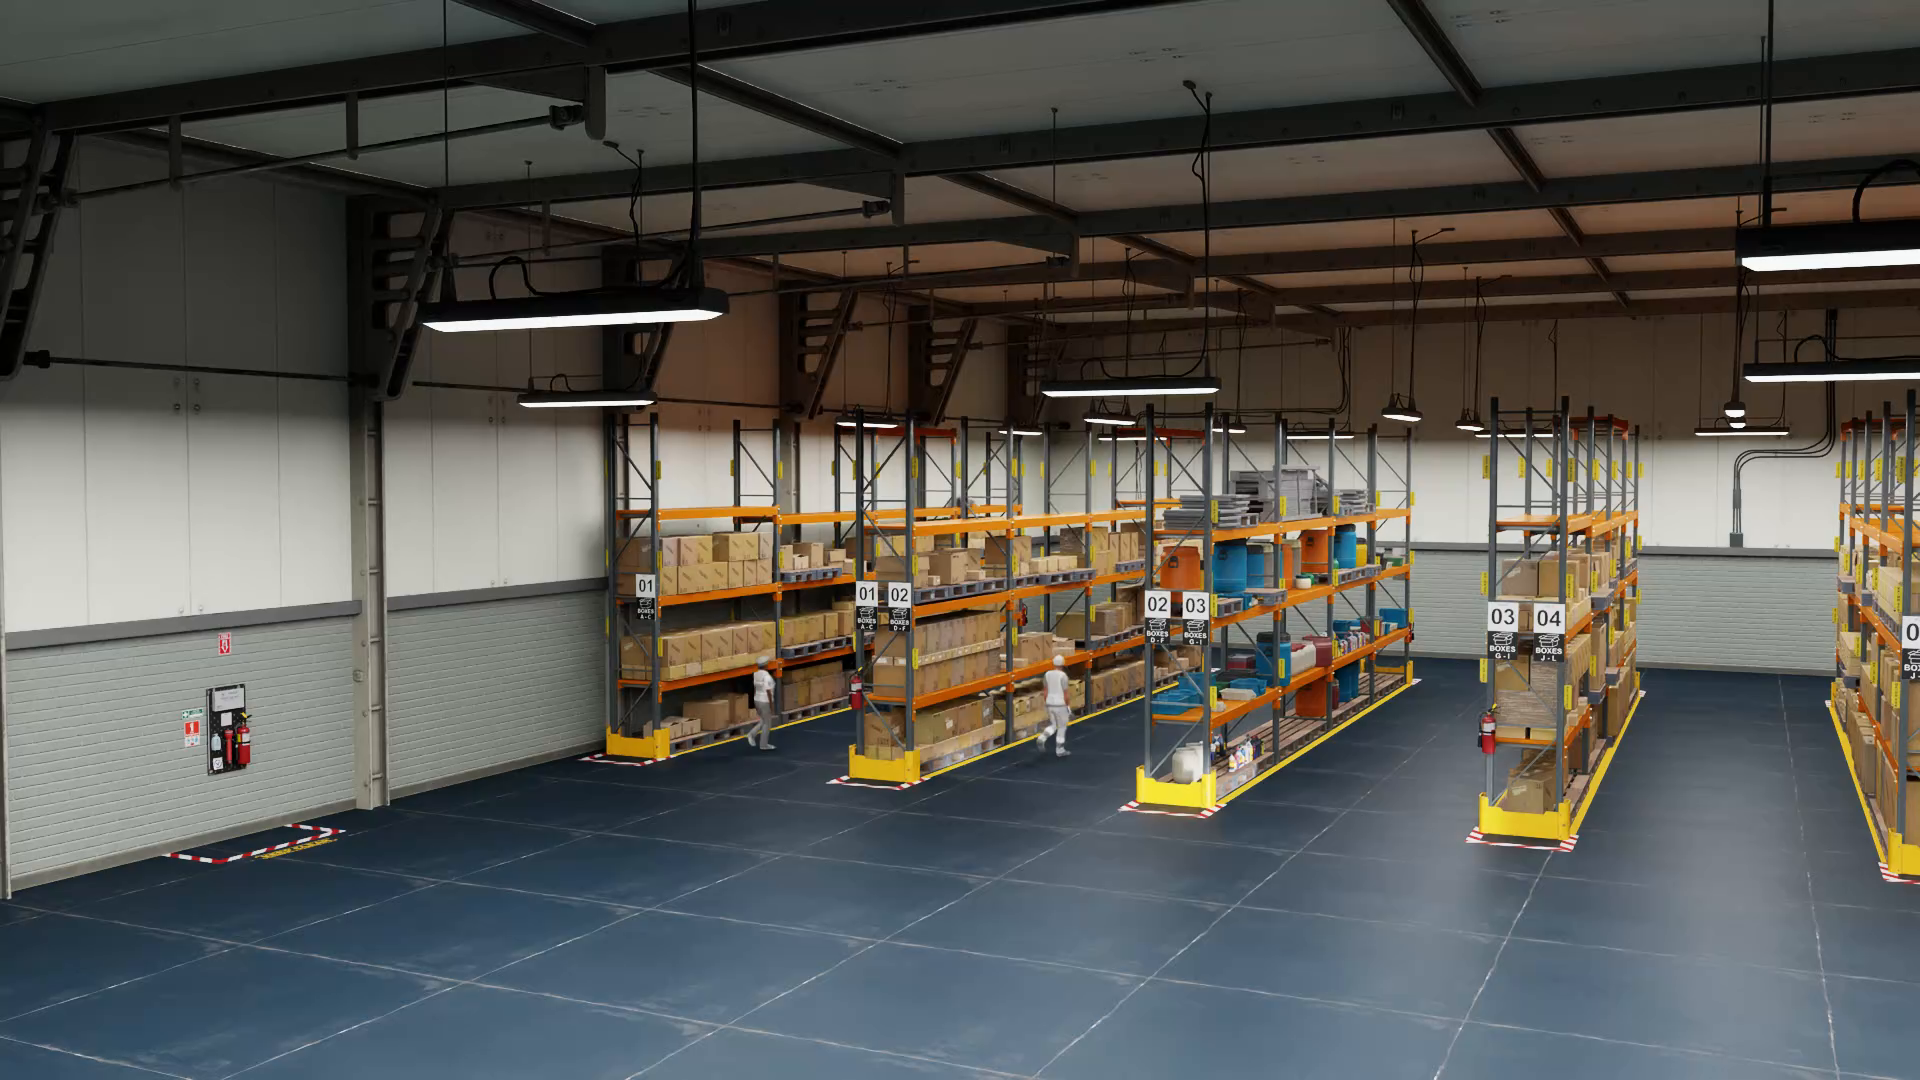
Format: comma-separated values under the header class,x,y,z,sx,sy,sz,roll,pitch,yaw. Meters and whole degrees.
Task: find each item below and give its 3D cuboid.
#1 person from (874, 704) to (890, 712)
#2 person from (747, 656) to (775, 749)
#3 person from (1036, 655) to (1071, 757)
class,x,y,z,sx,sy,sz,roll,pitch,yaw
person,-1.480,2.844,32.151,0.329,1.607,0.451,1,2,14
person,-3.509,2.900,29.577,0.502,1.681,0.450,-1,3,-28
person,1.656,2.884,28.896,0.669,1.781,0.539,-1,3,-30
